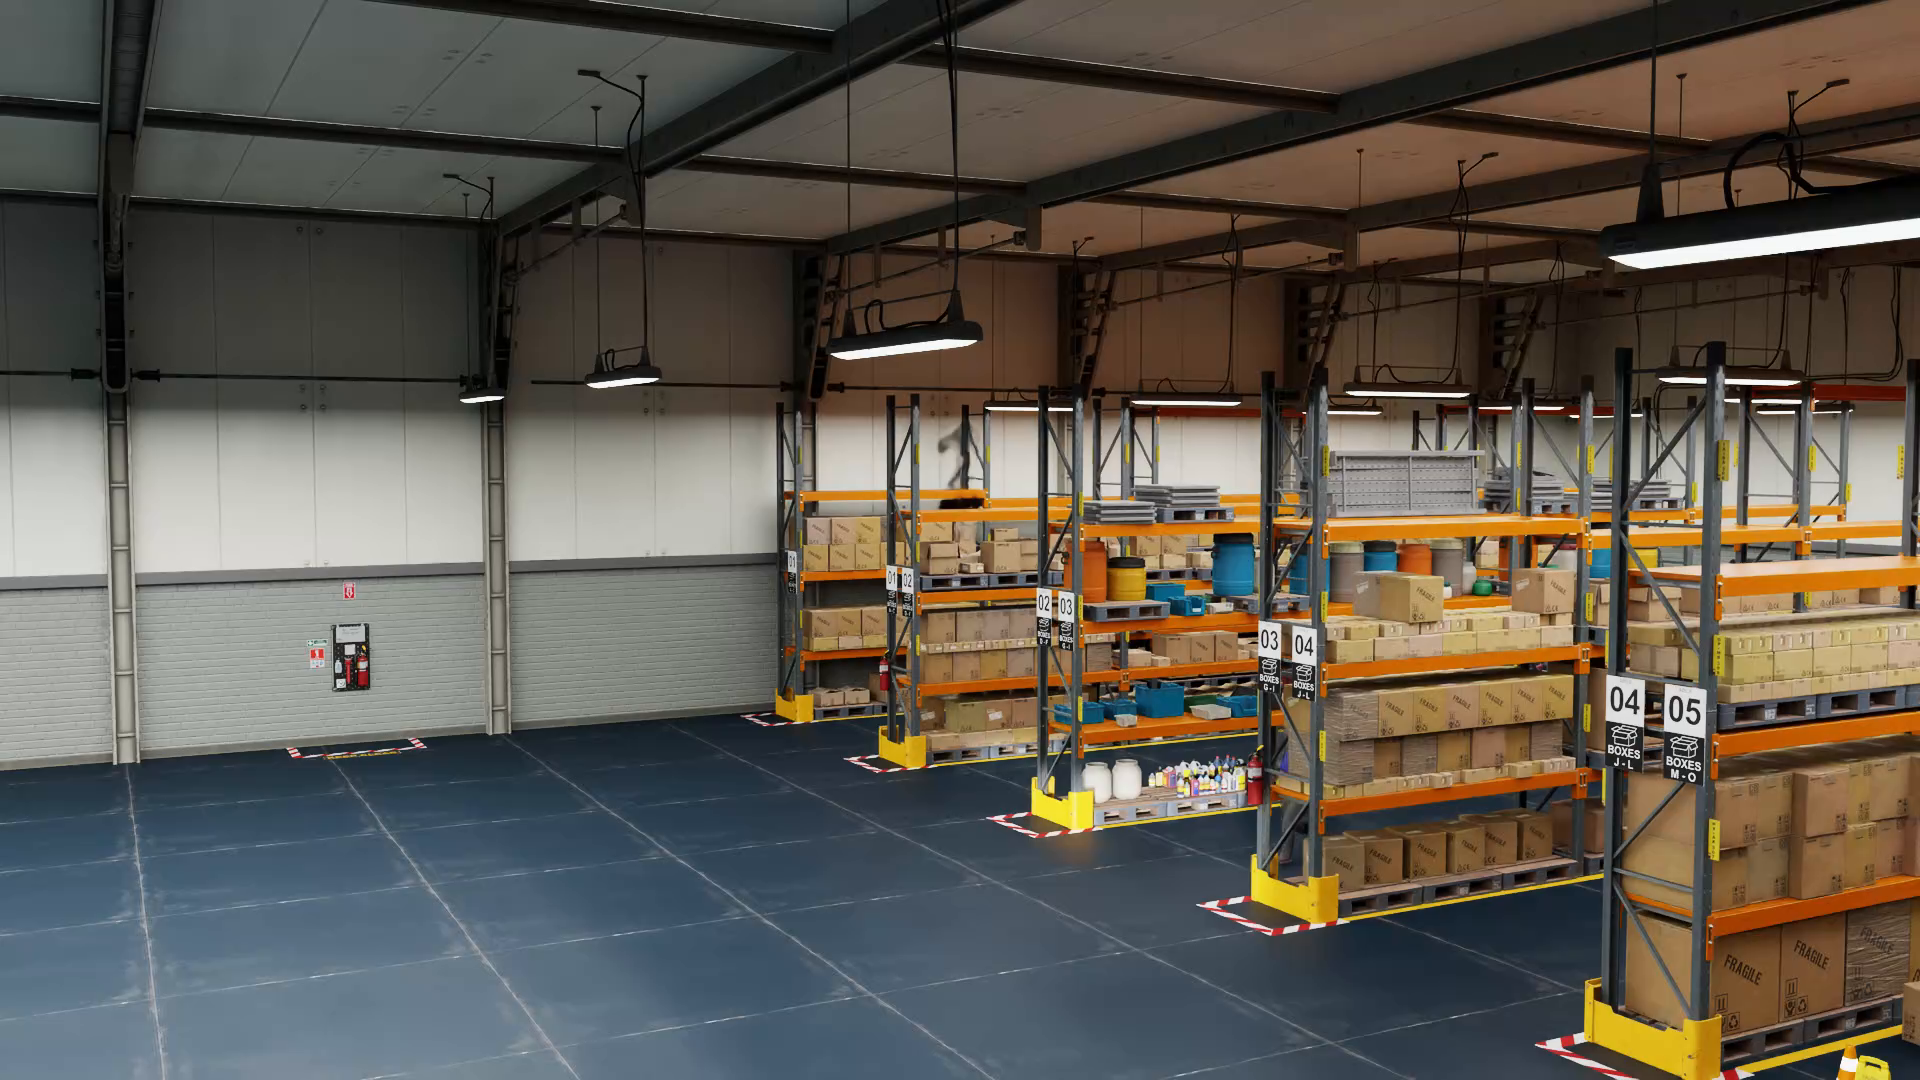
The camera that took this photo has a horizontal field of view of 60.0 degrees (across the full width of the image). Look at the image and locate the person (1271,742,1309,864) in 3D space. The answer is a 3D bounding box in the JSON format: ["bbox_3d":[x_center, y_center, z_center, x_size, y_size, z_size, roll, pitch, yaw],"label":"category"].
[{"bbox_3d":[4.209,3.175,20.626,0.811,1.626,0.609,-2,4,-27],"label":"person"}]

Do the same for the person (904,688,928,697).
[{"bbox_3d":[-0.695,2.701,29.182,0.554,1.655,0.616,-1,4,-25],"label":"person"}]

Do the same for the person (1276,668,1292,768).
[{"bbox_3d":[5.164,2.824,26.574,0.666,1.694,0.585,-2,4,-31],"label":"person"}]
